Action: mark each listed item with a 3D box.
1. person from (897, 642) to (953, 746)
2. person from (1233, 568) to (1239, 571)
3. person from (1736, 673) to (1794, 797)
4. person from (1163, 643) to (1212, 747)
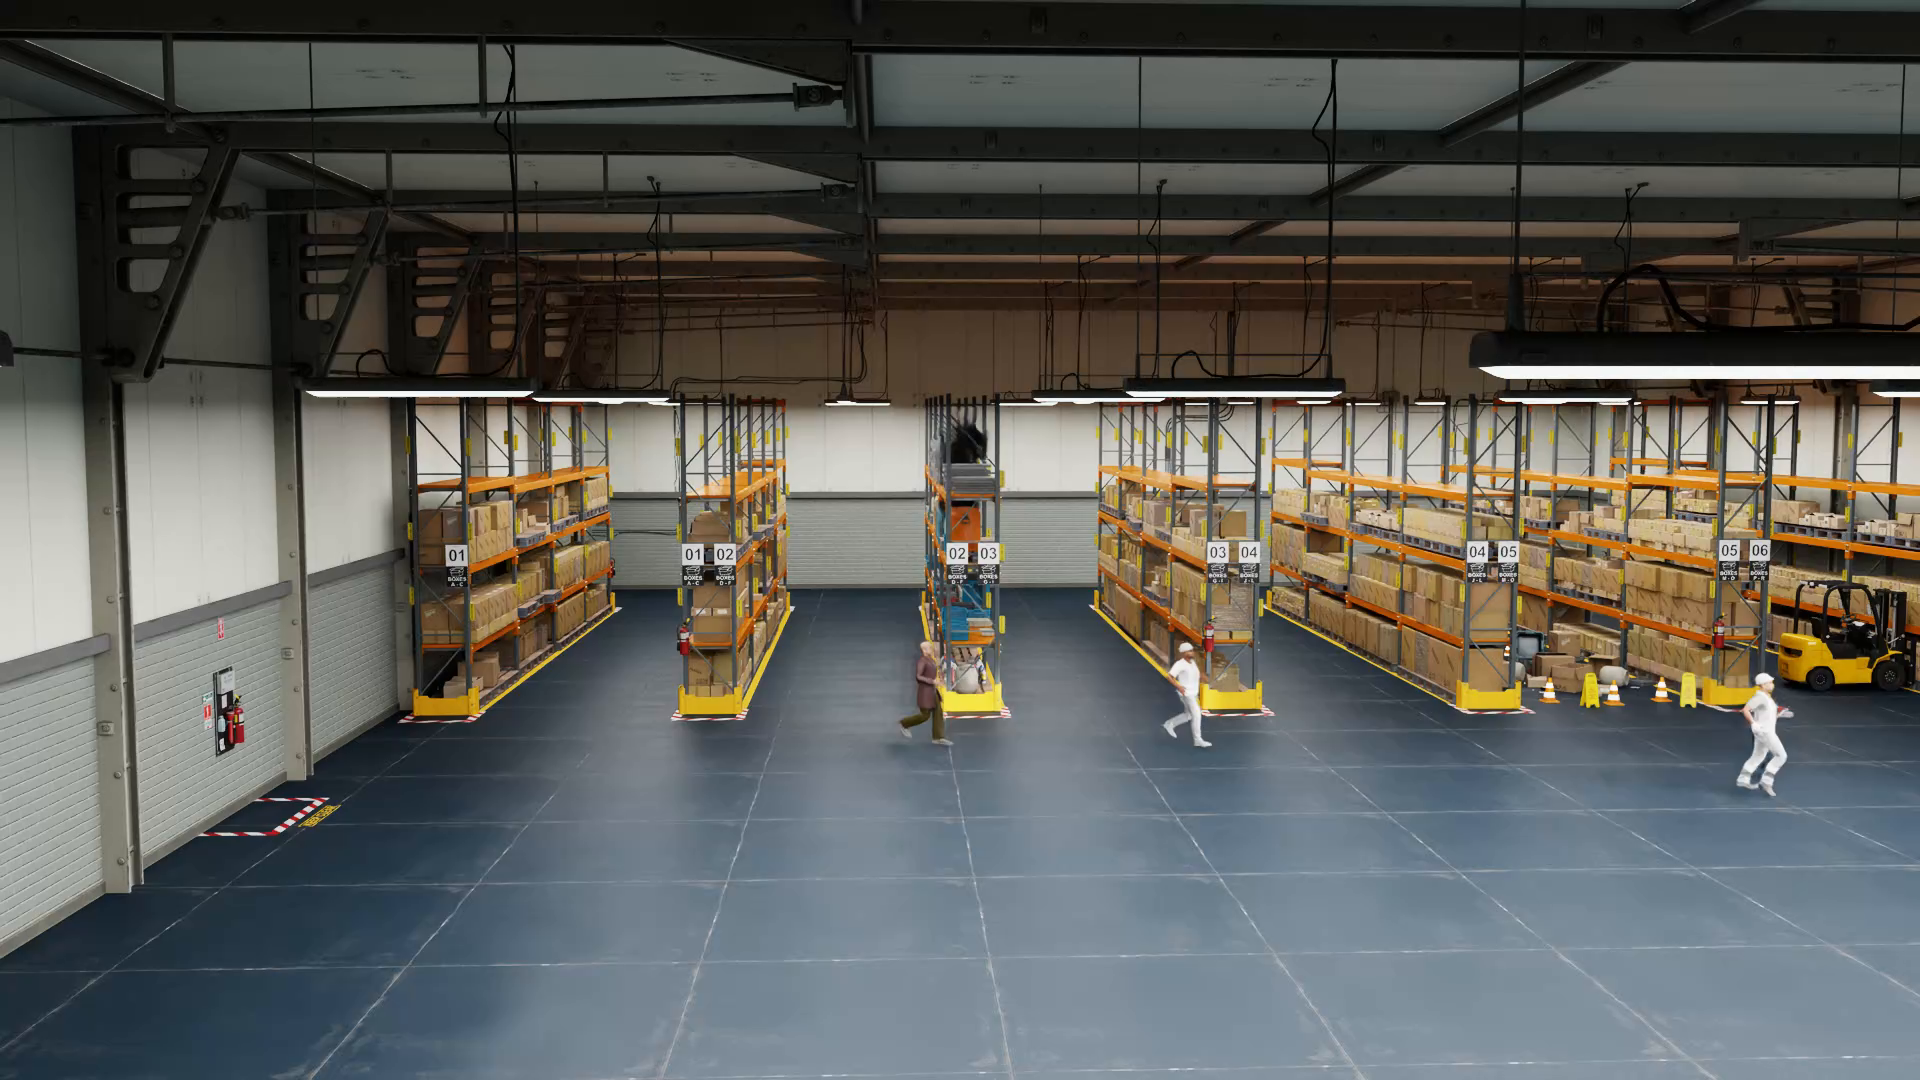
[{"bbox_3d":[-0.591,2.609,28.295,0.990,1.771,0.716,1,5,18],"label":"person"},{"bbox_3d":[7.685,1.198,47.328,0.610,1.592,0.504,0,5,1],"label":"person"},{"bbox_3d":[11.944,2.883,24.656,0.735,1.817,0.641,2,5,26],"label":"person"},{"bbox_3d":[3.856,2.614,28.226,0.931,1.747,0.713,3,5,29],"label":"person"}]
